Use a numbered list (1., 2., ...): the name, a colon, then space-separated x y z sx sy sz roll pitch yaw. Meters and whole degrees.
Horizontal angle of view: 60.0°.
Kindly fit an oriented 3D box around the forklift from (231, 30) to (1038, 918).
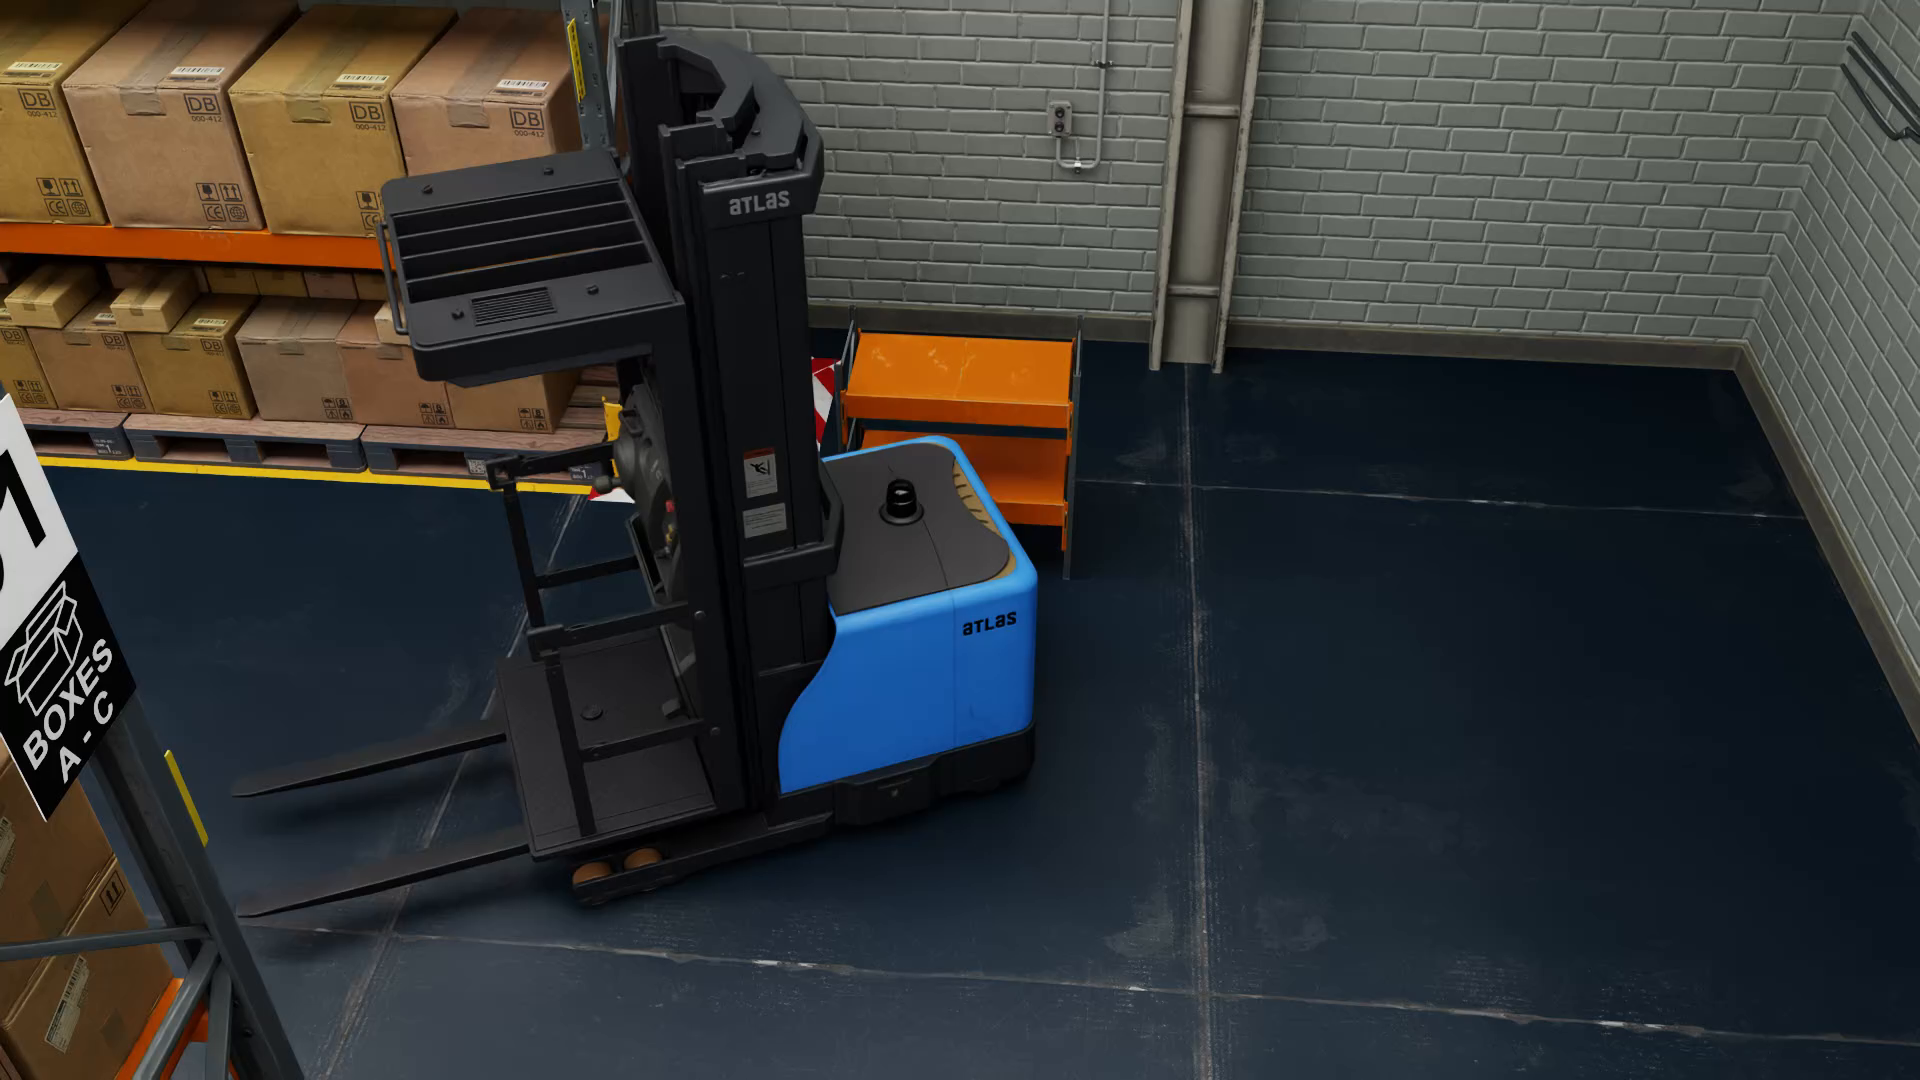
1. forklift: -1.271 -0.146 5.778 3.031 2.935 1.130 -13 41 -15

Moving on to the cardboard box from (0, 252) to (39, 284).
1. cardboard box: -4.898 -1.470 8.484 0.250 0.149 0.380 3 39 4

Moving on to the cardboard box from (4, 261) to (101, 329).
1. cardboard box: -4.445 -1.204 8.157 0.250 0.149 0.380 4 39 5

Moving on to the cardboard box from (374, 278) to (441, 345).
1. cardboard box: -2.626 -1.106 8.036 0.250 0.149 0.380 4 39 5

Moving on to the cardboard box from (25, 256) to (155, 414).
1. cardboard box: -4.271 -1.056 8.489 0.500 0.500 0.700 3 39 3

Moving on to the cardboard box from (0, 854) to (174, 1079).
1. cardboard box: -2.365 1.107 4.105 0.500 0.500 0.500 4 39 5

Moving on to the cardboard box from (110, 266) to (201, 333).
1. cardboard box: -3.925 -1.175 8.122 0.250 0.149 0.380 2 39 3

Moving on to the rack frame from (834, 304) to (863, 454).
1. rack frame: -0.500 -0.464 7.599 0.032 1.125 0.500 3 39 4

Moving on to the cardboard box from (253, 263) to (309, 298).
1. cardboard box: -3.349 -1.387 8.381 0.250 0.149 0.380 4 39 4

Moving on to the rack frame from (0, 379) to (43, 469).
1. rack frame: -1.946 -0.990 2.009 0.127 3.000 1.000 3 39 4

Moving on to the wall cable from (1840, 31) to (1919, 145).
1. wall cable: 4.082 -2.369 6.162 0.112 2.526 3.097 3 39 4

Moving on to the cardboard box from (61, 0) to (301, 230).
1. cardboard box: -3.516 -1.997 7.760 0.700 0.700 0.980 1 39 2

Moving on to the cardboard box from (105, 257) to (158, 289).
1. cardboard box: -4.111 -1.428 8.433 0.250 0.149 0.380 2 39 2

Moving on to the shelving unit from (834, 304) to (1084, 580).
1. shelving unit: 0.007 -0.436 7.565 1.048 1.125 0.538 3 39 4

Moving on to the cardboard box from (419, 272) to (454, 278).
1. cardboard box: -2.591 -1.346 8.331 0.250 0.149 0.380 3 39 4

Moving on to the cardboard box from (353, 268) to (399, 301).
1. cardboard box: -2.840 -1.360 8.348 0.250 0.149 0.380 3 39 4

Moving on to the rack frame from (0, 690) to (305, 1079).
1. rack frame: -1.946 1.336 3.903 0.127 3.000 1.000 3 39 4

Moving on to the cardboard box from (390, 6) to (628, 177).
1. cardboard box: -2.031 -1.917 7.662 0.700 0.700 0.980 5 39 6

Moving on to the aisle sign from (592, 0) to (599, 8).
1. aisle sign: -1.476 -2.595 6.673 0.004 0.787 0.394 3 39 4

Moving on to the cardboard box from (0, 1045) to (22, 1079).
1. cardboard box: -2.415 1.444 3.691 0.500 0.500 0.500 4 39 5

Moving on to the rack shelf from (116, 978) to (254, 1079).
1. rack shelf: -3.938 1.506 4.264 4.000 0.370 1.077 3 39 4

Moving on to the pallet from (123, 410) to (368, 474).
1. pallet: -3.537 -0.760 8.687 1.213 0.211 1.003 3 39 4

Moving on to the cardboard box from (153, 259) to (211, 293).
1. cardboard box: -3.859 -1.414 8.415 0.250 0.149 0.380 4 39 4

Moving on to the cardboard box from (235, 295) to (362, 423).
1. cardboard box: -3.228 -1.002 8.423 0.500 0.500 0.700 2 39 2

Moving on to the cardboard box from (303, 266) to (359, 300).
1. cardboard box: -3.094 -1.373 8.365 0.250 0.149 0.380 4 39 4

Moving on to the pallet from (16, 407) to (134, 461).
1. pallet: -4.756 -0.825 8.767 1.213 0.211 1.003 3 39 4

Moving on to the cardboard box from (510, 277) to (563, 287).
1. cardboard box: -2.086 -1.319 8.298 0.250 0.149 0.380 3 39 4

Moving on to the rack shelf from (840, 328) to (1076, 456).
1. rack shelf: 0.007 -0.663 7.380 1.000 0.278 0.538 3 39 4

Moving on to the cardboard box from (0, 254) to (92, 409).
1. cardboard box: -4.771 -1.086 8.525 0.500 0.500 0.700 4 39 4

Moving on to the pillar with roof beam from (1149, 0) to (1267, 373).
1. pillar with roof beam: 0.871 -1.796 2.998 0.400 9.000 9.100 3 39 4

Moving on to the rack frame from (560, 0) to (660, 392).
1. rack frame: -1.522 -1.779 7.730 0.127 3.000 1.000 3 39 4

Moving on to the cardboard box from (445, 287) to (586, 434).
1. cardboard box: -2.228 -0.948 8.357 0.500 0.500 0.700 3 39 4

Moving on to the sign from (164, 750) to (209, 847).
1. sign: -1.899 0.659 4.049 0.005 0.325 0.100 3 39 4

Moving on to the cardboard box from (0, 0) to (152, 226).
1. cardboard box: -4.241 -2.031 7.801 0.700 0.700 0.980 2 39 3

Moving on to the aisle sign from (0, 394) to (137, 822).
1. aisle sign: -1.852 0.147 3.304 0.004 0.787 0.394 3 39 4

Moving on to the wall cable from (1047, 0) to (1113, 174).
1. wall cable: -0.165 -2.699 8.055 1.851 1.984 0.084 3 39 4

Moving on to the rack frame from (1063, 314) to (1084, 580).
1. rack frame: 0.513 -0.408 7.531 0.032 1.125 0.500 3 39 4

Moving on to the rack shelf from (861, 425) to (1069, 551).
1. rack shelf: 0.007 -0.246 7.719 1.000 0.278 0.538 3 39 4

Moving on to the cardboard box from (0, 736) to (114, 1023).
1. cardboard box: -2.365 0.720 3.789 0.500 0.500 0.500 4 39 5

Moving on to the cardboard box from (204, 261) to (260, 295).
1. cardboard box: -3.602 -1.401 8.399 0.250 0.149 0.380 2 39 3

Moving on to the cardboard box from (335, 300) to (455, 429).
1. cardboard box: -2.727 -0.975 8.390 0.500 0.500 0.700 3 39 4

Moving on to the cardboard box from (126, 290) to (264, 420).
1. cardboard box: -3.760 -1.027 8.453 0.500 0.500 0.700 4 39 5

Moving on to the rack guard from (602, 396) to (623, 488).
1. rack guard: -1.498 -0.809 8.518 0.348 0.500 1.175 3 39 4

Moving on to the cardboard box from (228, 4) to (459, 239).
1. cardboard box: -2.757 -1.950 7.702 0.700 0.700 0.980 3 39 3

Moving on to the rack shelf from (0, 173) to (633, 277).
1. rack shelf: -3.515 -1.609 8.091 4.000 0.370 1.077 3 39 4

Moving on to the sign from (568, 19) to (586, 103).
1. sign: -1.583 -1.980 6.872 0.005 0.325 0.100 3 39 4

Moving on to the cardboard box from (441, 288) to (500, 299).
1. cardboard box: -2.372 -1.092 8.020 0.250 0.149 0.380 3 39 3

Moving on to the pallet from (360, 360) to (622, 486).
1. pallet: -2.325 -0.692 8.604 1.213 0.211 1.003 3 39 4
